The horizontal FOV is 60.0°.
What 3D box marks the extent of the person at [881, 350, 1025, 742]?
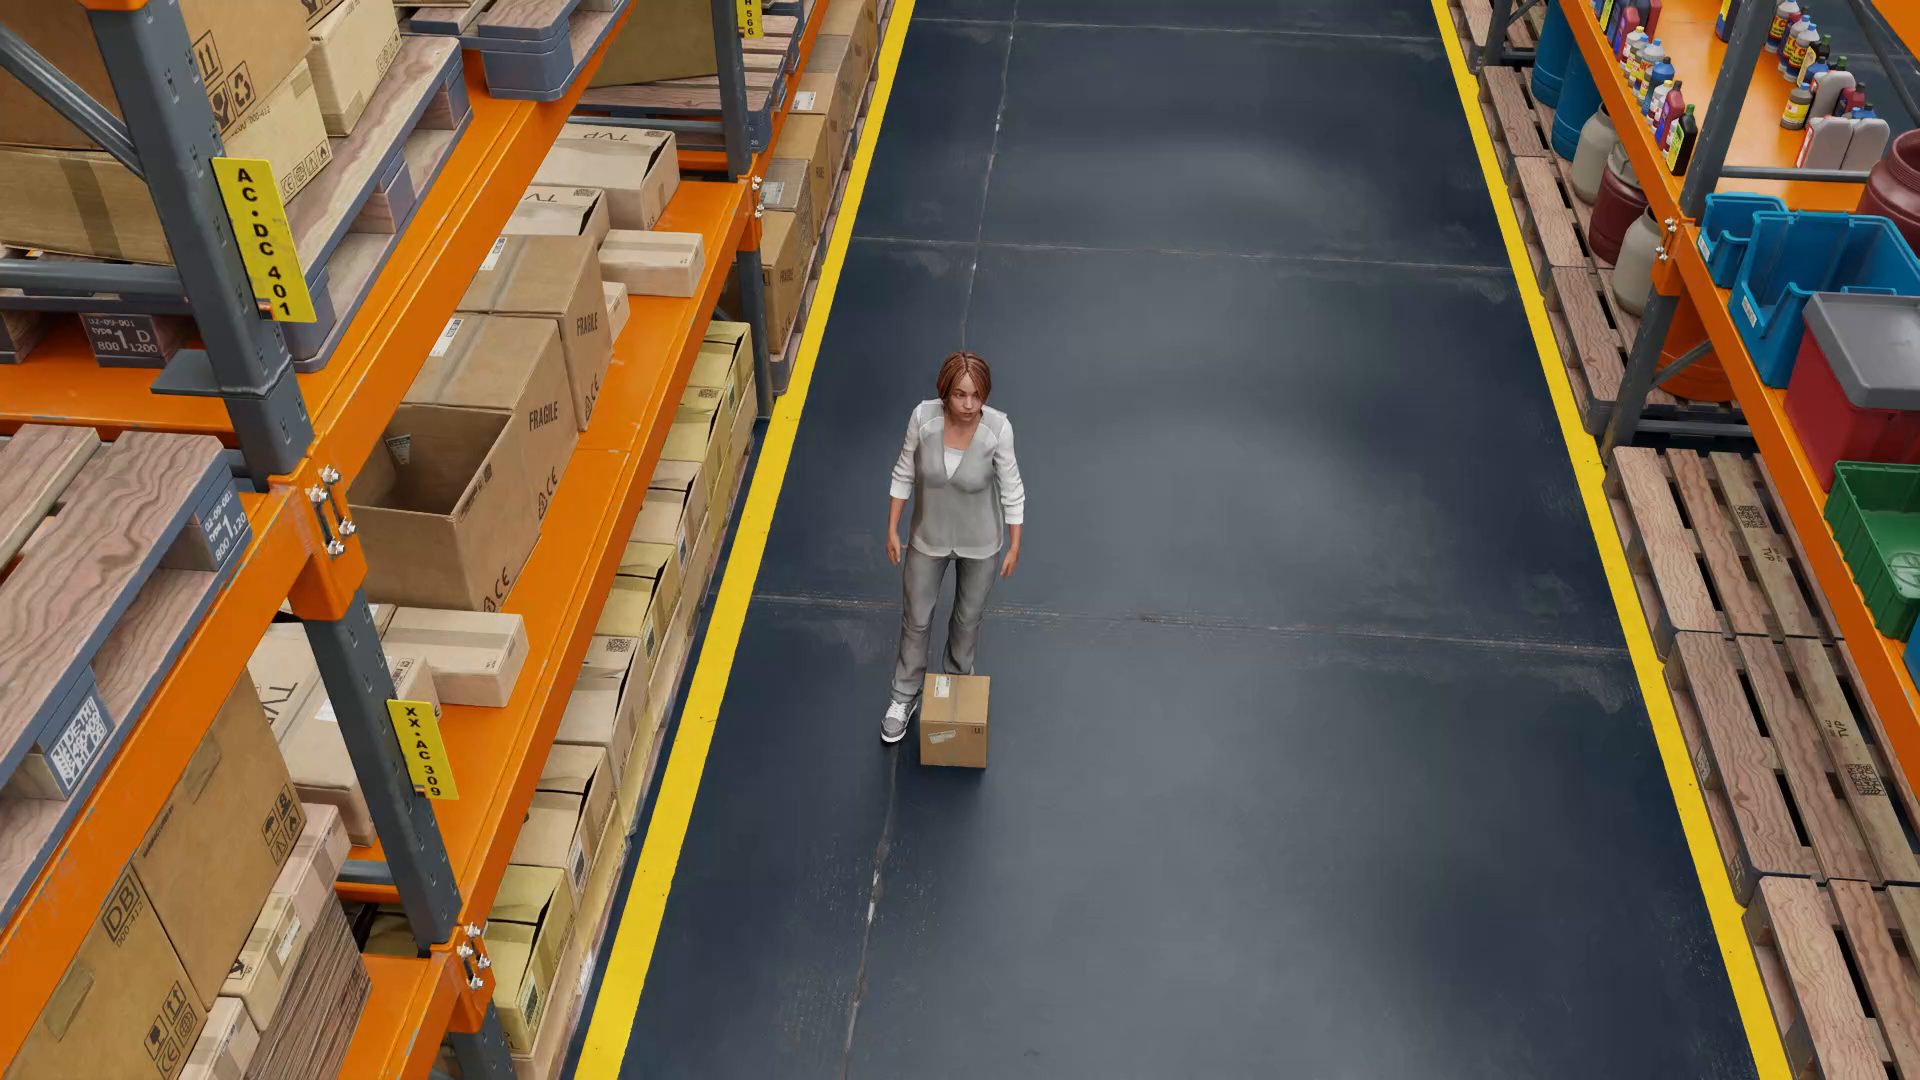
[{"bbox_3d":[-0.035,0.054,6.088,0.521,1.597,0.475,4,41,4],"label":"person"}]
